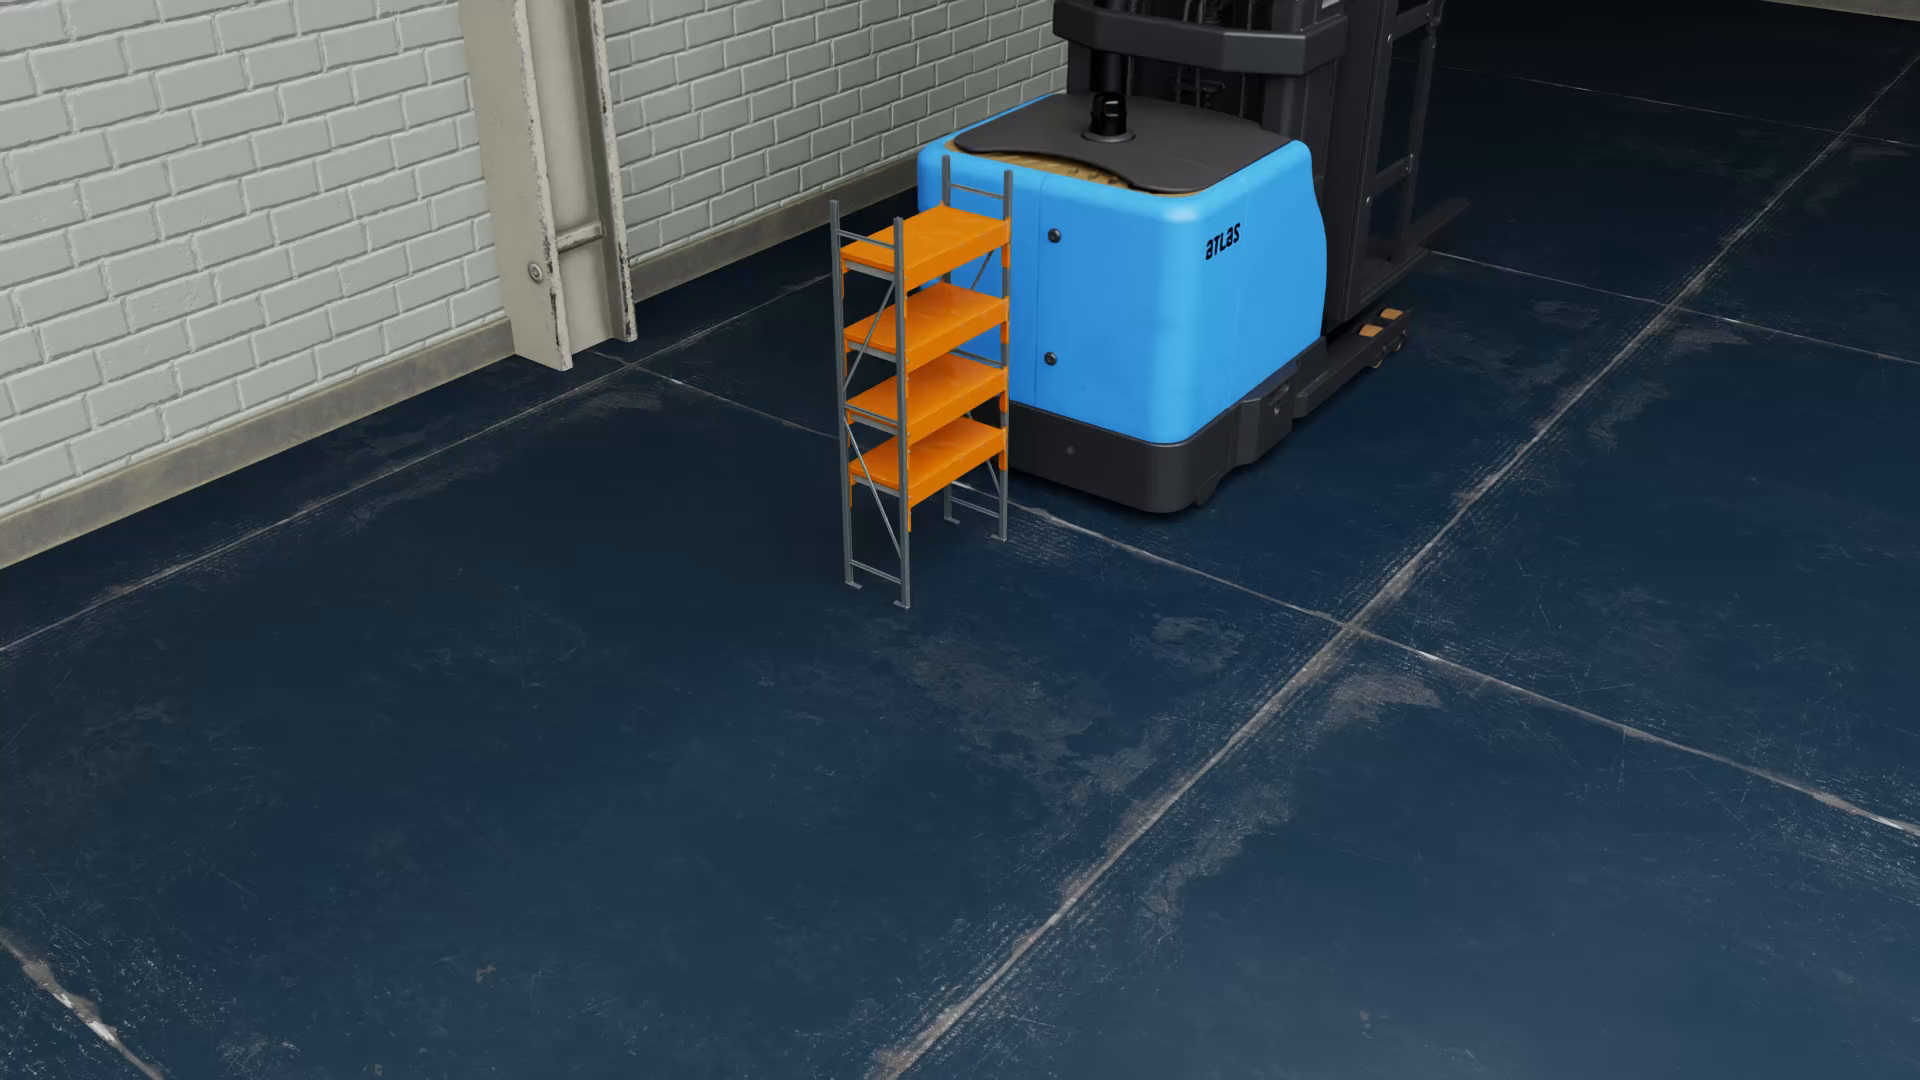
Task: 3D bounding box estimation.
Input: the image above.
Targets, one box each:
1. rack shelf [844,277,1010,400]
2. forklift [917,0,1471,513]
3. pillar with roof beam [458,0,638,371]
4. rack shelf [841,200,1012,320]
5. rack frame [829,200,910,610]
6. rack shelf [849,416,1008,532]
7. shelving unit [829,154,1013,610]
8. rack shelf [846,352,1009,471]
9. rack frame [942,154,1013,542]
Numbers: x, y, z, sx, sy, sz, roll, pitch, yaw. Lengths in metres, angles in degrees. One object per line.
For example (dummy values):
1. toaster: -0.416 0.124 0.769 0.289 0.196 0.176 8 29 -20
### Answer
1. rack shelf: -0.100 -0.583 4.751 0.258 0.148 0.480 21 37 31
2. forklift: 1.111 -2.045 5.826 1.130 2.935 3.031 20 36 30
3. pillar with roof beam: 1.915 -3.316 2.019 9.100 9.000 0.400 21 37 31
4. rack shelf: -0.100 -0.787 4.630 0.258 0.148 0.480 21 37 31
5. rack frame: -0.247 -0.350 4.663 0.240 1.200 0.015 21 37 31
6. rack shelf: -0.100 -0.220 4.966 0.258 0.148 0.480 21 37 31
7. shelving unit: -0.100 -0.449 4.831 0.258 1.200 0.503 21 37 31
8. rack shelf: -0.100 -0.391 4.865 0.258 0.148 0.480 21 37 31
9. rack frame: 0.047 -0.548 4.998 0.240 1.200 0.015 21 37 31
